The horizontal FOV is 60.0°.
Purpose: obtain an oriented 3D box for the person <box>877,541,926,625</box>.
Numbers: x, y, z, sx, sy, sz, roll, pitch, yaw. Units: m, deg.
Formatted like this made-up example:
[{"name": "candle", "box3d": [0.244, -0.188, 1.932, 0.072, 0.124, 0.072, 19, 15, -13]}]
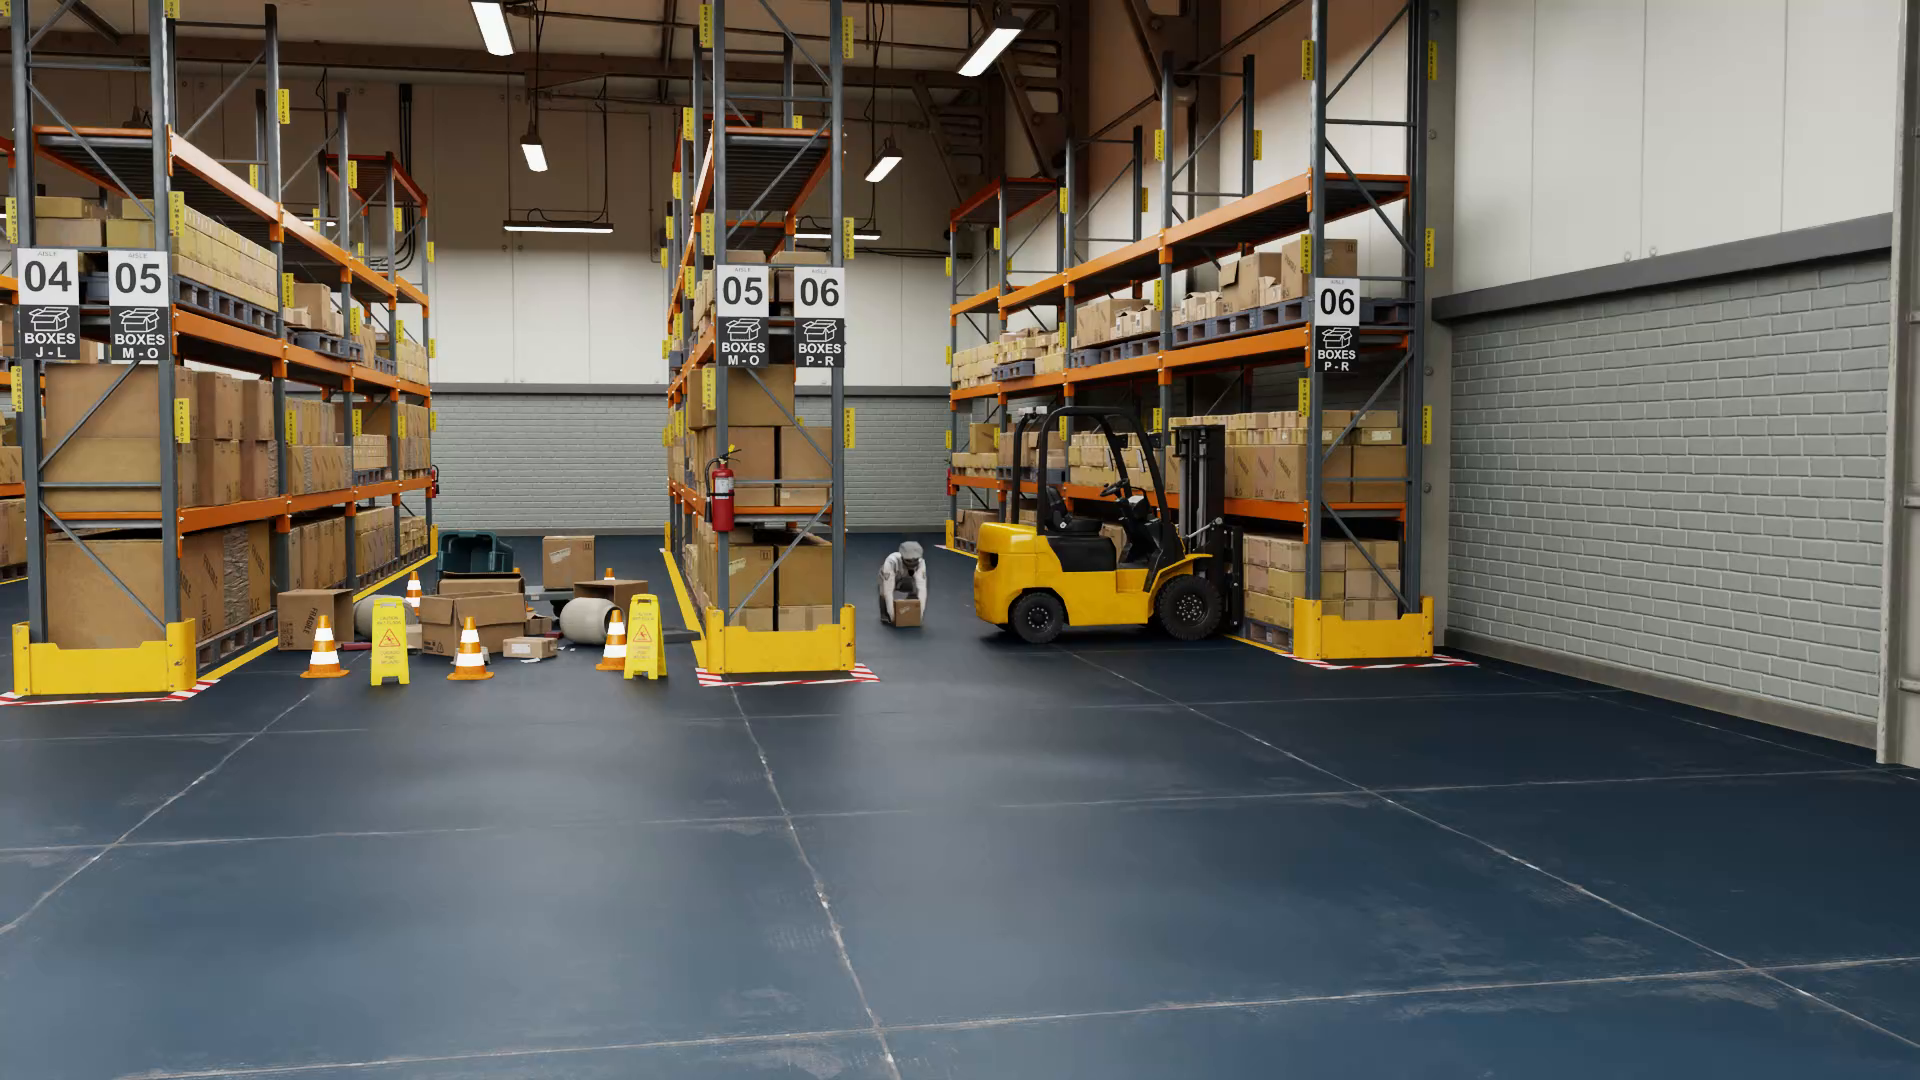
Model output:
[{"name": "person", "box3d": [-0.601, 0.425, 16.982, 0.479, 0.849, 0.859, -1, 3, -11]}]
